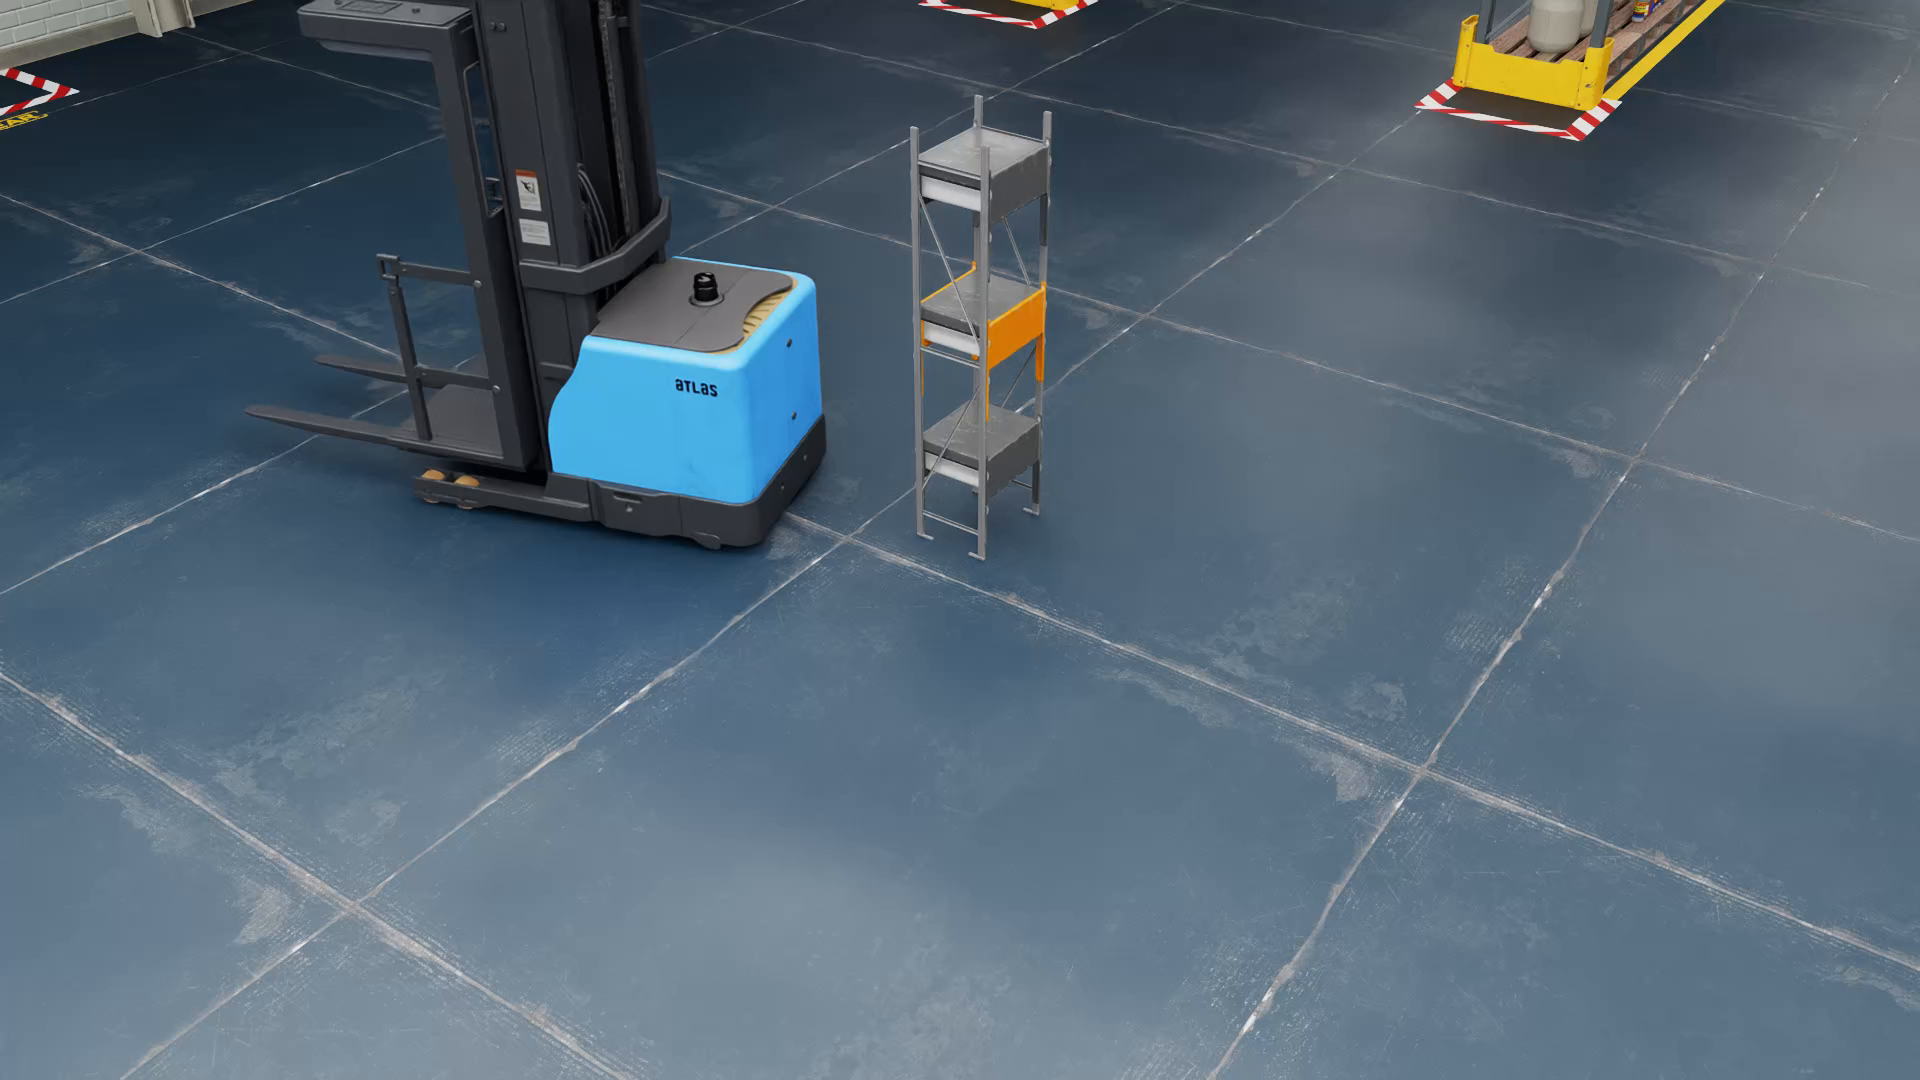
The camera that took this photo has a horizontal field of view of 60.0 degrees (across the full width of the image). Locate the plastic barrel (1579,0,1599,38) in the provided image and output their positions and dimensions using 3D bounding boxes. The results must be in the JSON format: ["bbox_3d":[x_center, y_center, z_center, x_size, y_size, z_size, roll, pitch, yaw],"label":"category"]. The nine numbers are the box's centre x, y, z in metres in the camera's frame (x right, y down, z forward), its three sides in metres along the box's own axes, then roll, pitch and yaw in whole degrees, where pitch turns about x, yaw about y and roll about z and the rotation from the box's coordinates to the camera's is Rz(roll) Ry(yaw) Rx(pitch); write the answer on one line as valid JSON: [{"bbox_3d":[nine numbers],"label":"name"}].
[{"bbox_3d":[5.256,-4.589,14.205,0.421,0.512,0.421,0,34,0],"label":"plastic barrel"}]

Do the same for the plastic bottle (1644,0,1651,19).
[{"bbox_3d":[6.007,-4.693,14.618,0.097,0.201,0.097,0,34,0],"label":"plastic bottle"}]

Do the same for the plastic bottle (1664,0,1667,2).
[{"bbox_3d":[6.374,-4.990,15.056,0.097,0.201,0.097,0,34,0],"label":"plastic bottle"}]

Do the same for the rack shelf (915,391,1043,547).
[{"bbox_3d":[0.094,-0.355,8.174,0.431,0.518,0.480,21,39,28],"label":"rack shelf"}]

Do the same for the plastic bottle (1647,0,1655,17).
[{"bbox_3d":[6.092,-4.778,14.670,0.061,0.283,0.133,22,40,29],"label":"plastic bottle"}]

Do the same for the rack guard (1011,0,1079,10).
[{"bbox_3d":[0.577,-5.425,15.826,1.175,0.500,0.348,21,39,28],"label":"rack guard"}]

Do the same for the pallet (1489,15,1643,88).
[{"bbox_3d":[5.130,-4.155,14.206,1.003,0.211,1.213,21,39,28],"label":"pallet"}]

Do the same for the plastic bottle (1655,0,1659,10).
[{"bbox_3d":[6.200,-4.879,14.829,0.097,0.271,0.097,0,34,0],"label":"plastic bottle"}]

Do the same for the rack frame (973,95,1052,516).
[{"bbox_3d":[0.234,-1.058,7.940,0.400,2.100,0.015,21,39,28],"label":"rack frame"}]

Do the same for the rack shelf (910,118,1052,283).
[{"bbox_3d":[0.094,-1.515,7.390,0.431,0.518,0.480,21,39,28],"label":"rack shelf"}]

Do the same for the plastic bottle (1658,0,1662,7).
[{"bbox_3d":[6.257,-4.895,14.916,0.097,0.201,0.097,0,34,0],"label":"plastic bottle"}]

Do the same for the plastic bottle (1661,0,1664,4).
[{"bbox_3d":[6.316,-4.972,14.967,0.097,0.271,0.097,0,34,0],"label":"plastic bottle"}]

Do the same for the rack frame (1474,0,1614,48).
[{"bbox_3d":[4.658,-4.888,12.800,1.000,3.000,0.127,21,39,28],"label":"rack frame"}]

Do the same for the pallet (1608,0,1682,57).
[{"bbox_3d":[5.827,-4.714,15.032,1.003,0.211,1.213,21,39,28],"label":"pallet"}]

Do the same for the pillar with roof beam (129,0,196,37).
[{"bbox_3d":[-3.677,-7.000,10.567,9.100,9.000,0.400,21,39,28],"label":"pillar with roof beam"}]

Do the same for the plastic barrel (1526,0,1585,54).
[{"bbox_3d":[4.971,-4.359,13.863,0.421,0.512,0.421,0,34,0],"label":"plastic barrel"}]

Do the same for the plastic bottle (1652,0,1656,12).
[{"bbox_3d":[6.143,-4.833,14.761,0.097,0.271,0.097,0,34,0],"label":"plastic bottle"}]

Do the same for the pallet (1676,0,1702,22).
[{"bbox_3d":[6.522,-5.278,15.866,1.003,0.211,1.213,21,39,28],"label":"pallet"}]

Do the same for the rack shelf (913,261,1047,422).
[{"bbox_3d":[0.094,-0.935,7.782,0.431,0.518,0.480,21,39,28],"label":"rack shelf"}]

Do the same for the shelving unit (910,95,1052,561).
[{"bbox_3d":[0.094,-0.946,7.774,0.431,2.100,0.503,21,39,28],"label":"shelving unit"}]

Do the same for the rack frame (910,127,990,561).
[{"bbox_3d":[-0.045,-0.834,7.608,0.400,2.100,0.015,21,39,28],"label":"rack frame"}]

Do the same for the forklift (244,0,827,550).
[{"bbox_3d":[-2.282,-1.641,8.061,3.031,2.935,1.130,10,35,14],"label":"forklift"}]

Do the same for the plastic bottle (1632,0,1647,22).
[{"bbox_3d":[5.948,-4.675,14.528,0.097,0.271,0.097,0,34,0],"label":"plastic bottle"}]

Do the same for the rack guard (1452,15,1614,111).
[{"bbox_3d":[4.663,-3.902,13.574,1.175,0.500,0.348,21,39,28],"label":"rack guard"}]
